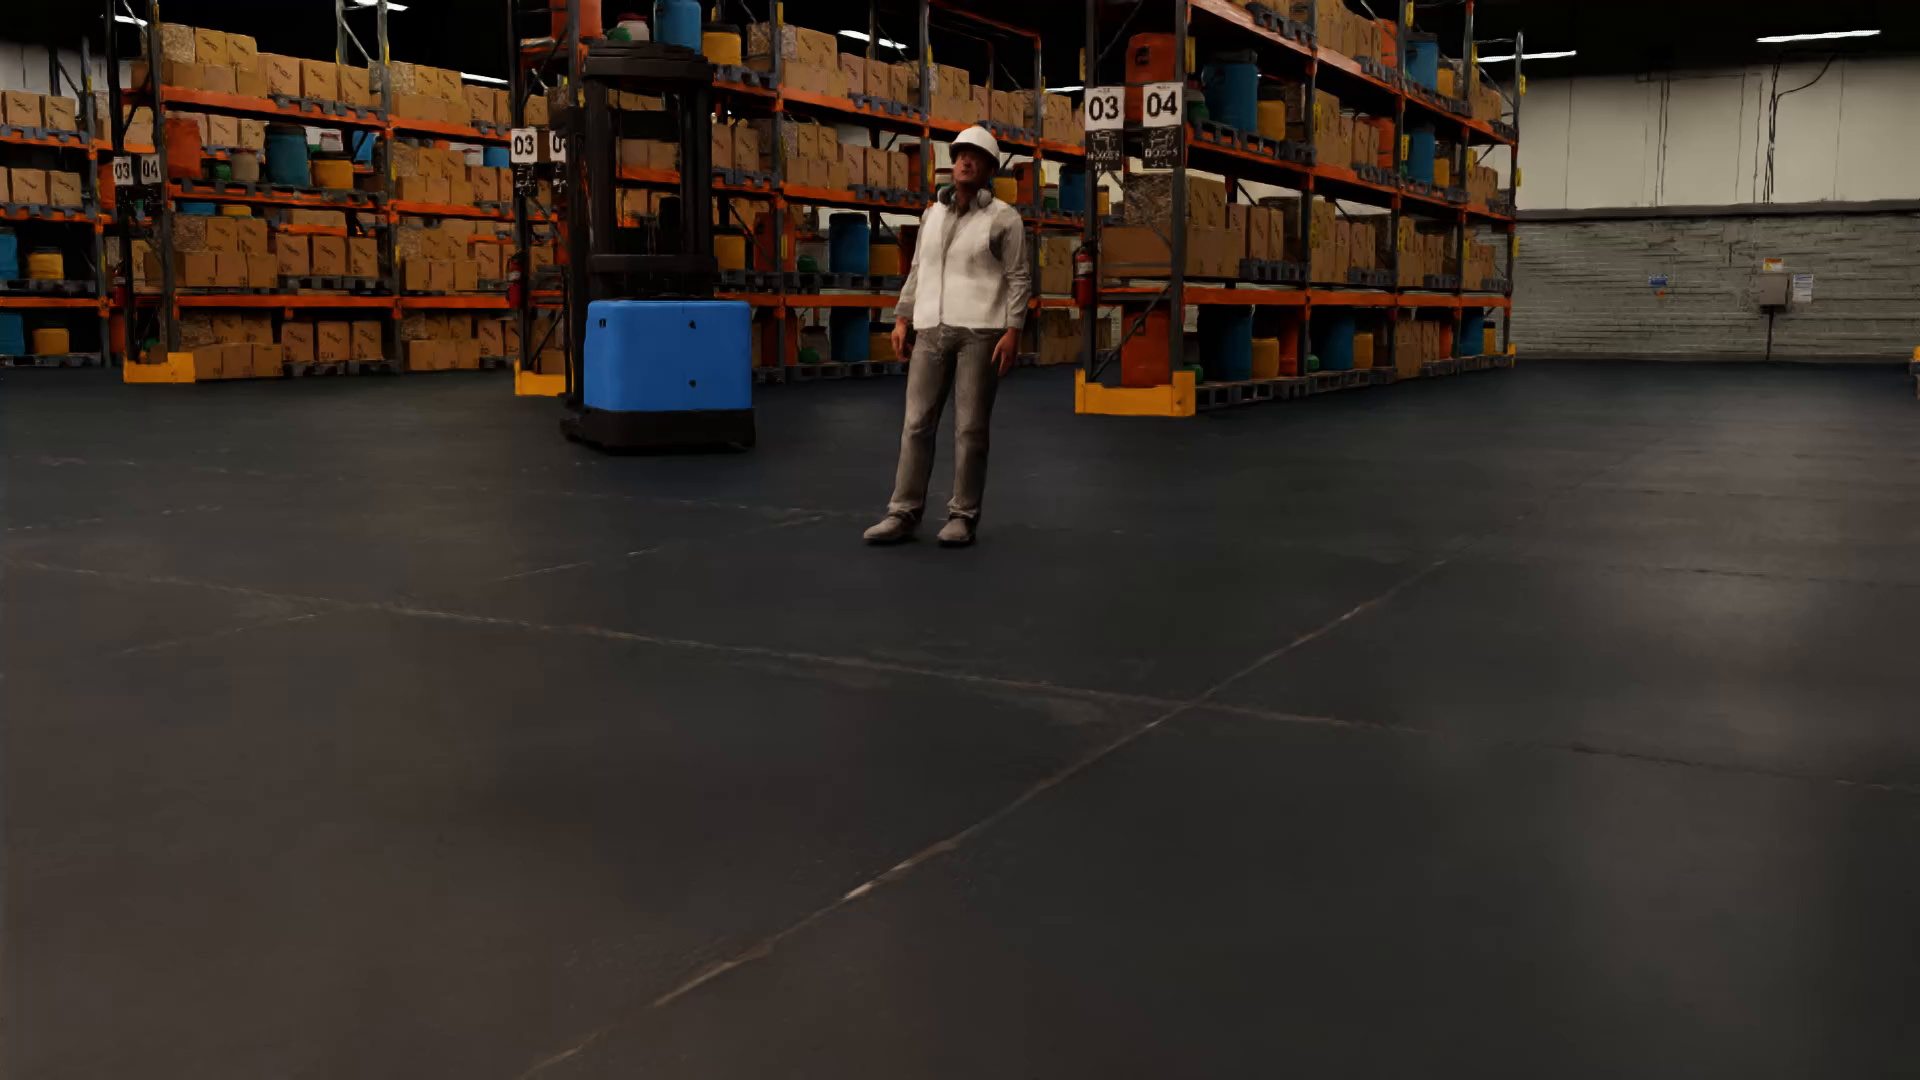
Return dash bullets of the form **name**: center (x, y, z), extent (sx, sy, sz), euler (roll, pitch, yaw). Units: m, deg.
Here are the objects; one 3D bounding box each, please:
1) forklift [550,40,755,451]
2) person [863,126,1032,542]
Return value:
- **forklift**: center (-2.513, -2.244, 12.855), extent (1.130, 2.935, 3.031), euler (-3, 9, -23)
- **person**: center (-0.037, -0.879, 7.141), extent (0.632, 1.773, 0.567), euler (4, 9, 29)
